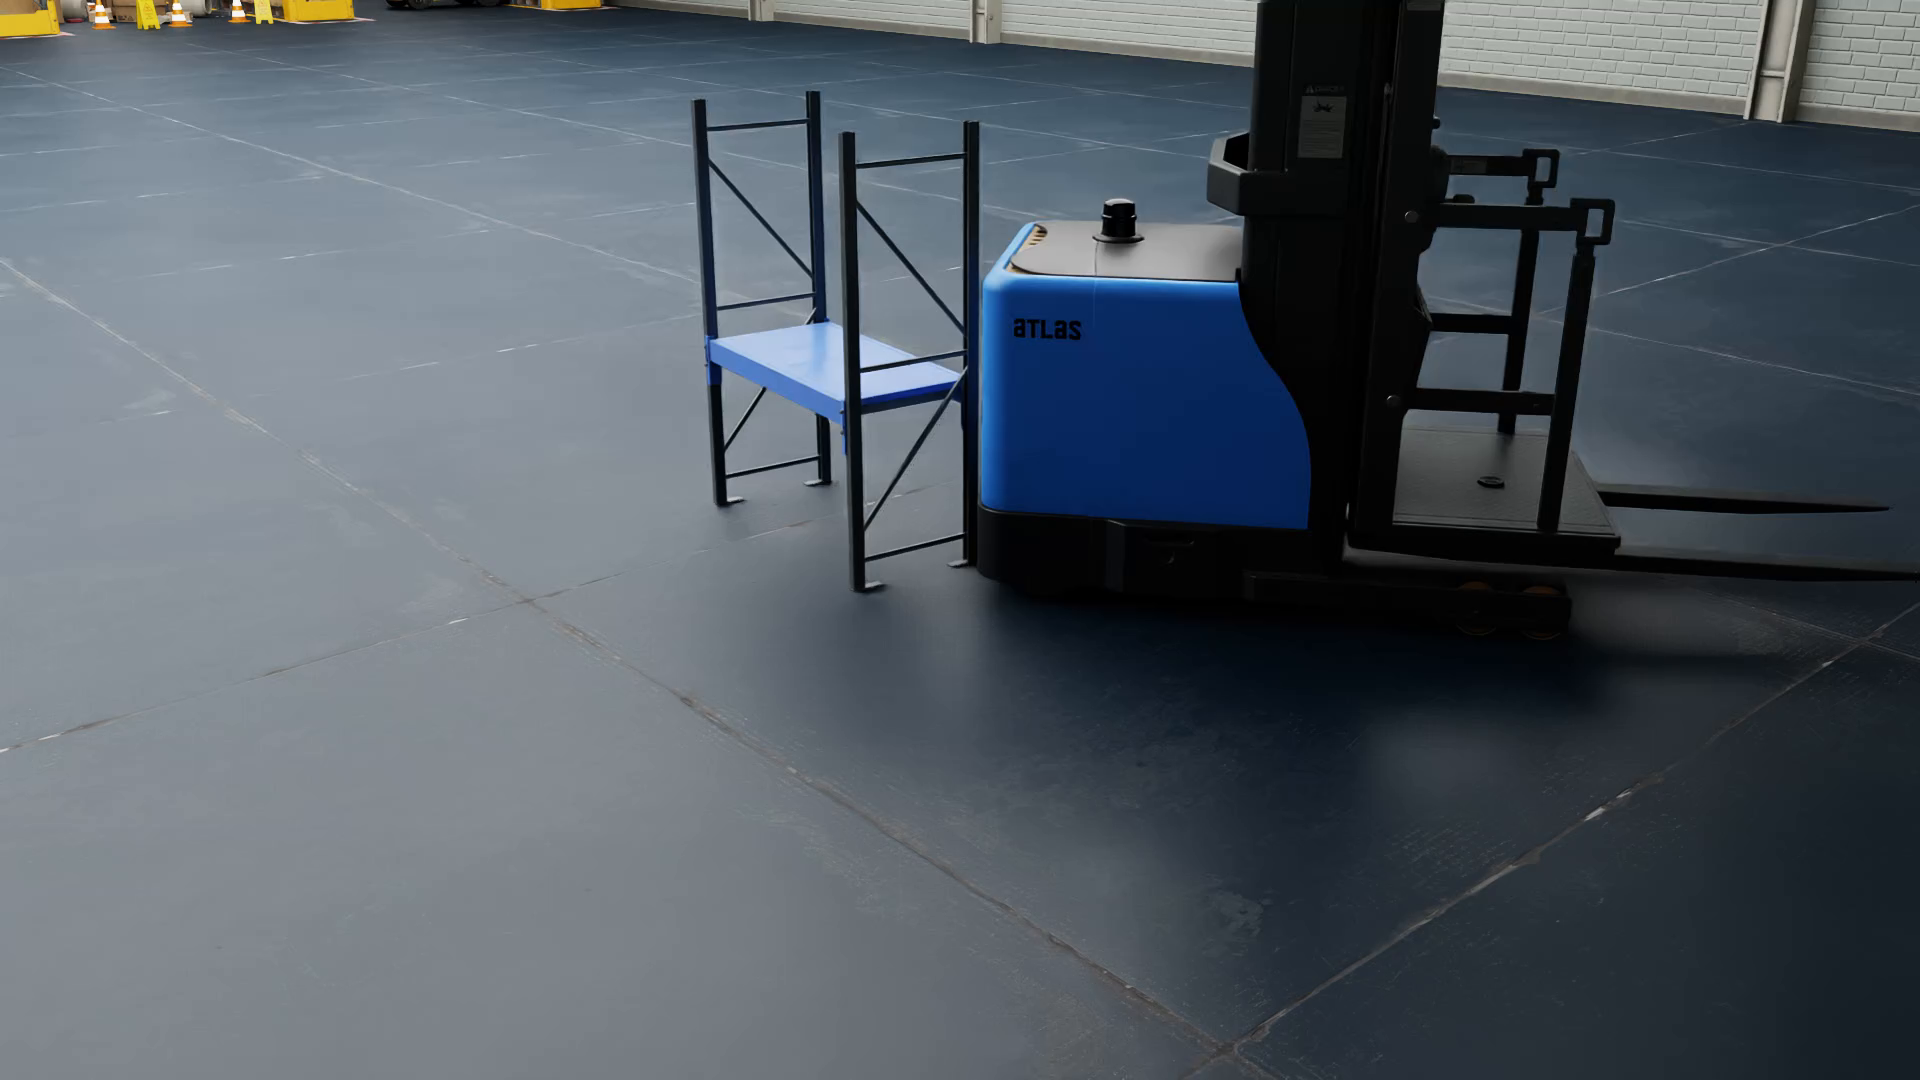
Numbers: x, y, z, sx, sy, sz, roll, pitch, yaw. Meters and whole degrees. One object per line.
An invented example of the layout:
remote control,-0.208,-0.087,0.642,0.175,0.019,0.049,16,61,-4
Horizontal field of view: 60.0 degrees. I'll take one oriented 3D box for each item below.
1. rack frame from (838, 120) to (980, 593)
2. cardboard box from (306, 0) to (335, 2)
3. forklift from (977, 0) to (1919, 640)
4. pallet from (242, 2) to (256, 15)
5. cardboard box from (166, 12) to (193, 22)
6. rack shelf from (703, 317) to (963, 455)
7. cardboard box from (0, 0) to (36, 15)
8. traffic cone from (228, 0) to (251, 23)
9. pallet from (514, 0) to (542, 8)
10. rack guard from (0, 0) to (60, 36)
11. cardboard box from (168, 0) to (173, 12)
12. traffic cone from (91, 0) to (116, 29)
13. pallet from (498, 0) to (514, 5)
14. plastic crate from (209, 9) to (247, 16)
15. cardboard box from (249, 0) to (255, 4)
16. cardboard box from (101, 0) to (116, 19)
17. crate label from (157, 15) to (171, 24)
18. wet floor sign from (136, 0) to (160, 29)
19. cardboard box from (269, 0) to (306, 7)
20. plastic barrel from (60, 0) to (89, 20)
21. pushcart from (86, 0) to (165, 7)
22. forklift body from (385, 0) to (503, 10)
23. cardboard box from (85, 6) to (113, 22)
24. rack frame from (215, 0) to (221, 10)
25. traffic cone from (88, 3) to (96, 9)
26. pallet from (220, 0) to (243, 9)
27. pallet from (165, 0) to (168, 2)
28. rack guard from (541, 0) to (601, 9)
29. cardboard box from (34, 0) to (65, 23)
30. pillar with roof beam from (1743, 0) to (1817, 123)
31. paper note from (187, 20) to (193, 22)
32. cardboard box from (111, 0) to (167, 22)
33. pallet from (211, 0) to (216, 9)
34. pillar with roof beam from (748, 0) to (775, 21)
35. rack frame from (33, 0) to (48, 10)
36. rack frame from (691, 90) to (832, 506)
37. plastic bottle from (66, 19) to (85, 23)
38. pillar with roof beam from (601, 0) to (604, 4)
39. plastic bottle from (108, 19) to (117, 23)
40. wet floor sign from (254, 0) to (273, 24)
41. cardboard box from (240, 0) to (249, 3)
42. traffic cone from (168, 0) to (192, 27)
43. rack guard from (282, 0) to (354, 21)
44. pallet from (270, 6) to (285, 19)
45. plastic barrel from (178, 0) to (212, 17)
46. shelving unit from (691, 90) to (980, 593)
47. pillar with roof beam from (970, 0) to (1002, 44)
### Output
rack frame,-0.153,-0.577,5.401,0.500,1.500,0.032,-14,25,-32
cardboard box,-11.745,-9.917,30.385,0.500,0.250,0.500,-18,28,-38
forklift,1.623,-1.262,5.186,3.031,2.935,1.130,4,22,9
pallet,-12.773,-10.005,31.240,1.003,0.211,1.213,-17,27,-37
cardboard box,-13.814,-9.267,29.439,0.380,0.149,0.250,-4,22,-10
rack shelf,-0.438,-0.563,5.858,0.538,0.185,1.000,-14,25,-32
cardboard box,-15.605,-8.884,26.892,0.875,0.875,0.875,-17,27,-37
traffic cone,-12.686,-9.343,29.205,0.336,0.463,0.334,-17,27,-37
pallet,-8.201,-10.799,33.265,1.003,0.211,1.213,-17,27,-37
rack guard,-15.097,-8.336,26.582,1.175,0.500,0.348,-17,27,-37
cardboard box,-14.371,-10.035,30.917,0.500,0.500,0.500,0,21,-1
traffic cone,-14.383,-8.810,27.843,0.336,0.463,0.334,-17,27,-37
pallet,-8.993,-11.135,34.125,1.003,0.211,1.213,-17,27,-37
plastic crate,-13.636,-9.830,30.971,0.583,0.080,0.402,12,24,27
cardboard box,-12.838,-10.076,30.790,0.500,0.250,0.500,-19,28,-39
cardboard box,-15.109,-9.753,30.008,0.797,0.637,0.503,-17,27,-37
crate label,-13.865,-9.036,28.866,0.298,0.136,0.250,7,23,18
wet floor sign,-13.593,-8.874,27.755,0.232,0.644,0.267,17,27,36
cardboard box,-12.175,-9.794,30.071,0.500,0.250,0.500,-18,27,-38
plastic barrel,-15.821,-9.464,29.566,0.512,0.421,0.421,0,21,-1
pushcart,-15.734,-10.040,31.102,0.936,0.377,1.648,12,24,27
forklift body,-10.290,-11.590,32.626,2.313,2.155,1.214,-17,27,-37
cardboard box,-15.206,-9.302,29.370,0.396,0.266,0.258,-12,25,-28
rack frame,-14.039,-11.818,32.044,1.000,3.000,0.127,-17,27,-37
traffic cone,-16.856,-10.488,32.128,0.336,0.463,0.334,-17,27,-37
pallet,-13.574,-10.343,32.101,1.003,0.211,1.213,-17,27,-37
pallet,-16.141,-11.409,34.822,1.003,0.211,1.213,-17,27,-37
rack guard,-7.655,-10.725,32.681,1.175,0.500,0.348,-17,27,-37
cardboard box,-15.932,-9.264,28.949,0.500,0.500,0.500,-12,25,-28
pillar with roof beam,4.963,-7.440,12.641,9.100,9.000,0.400,-17,27,-37
paper note,-13.553,-9.118,29.221,0.142,0.019,0.148,12,24,27
cardboard box,-14.493,-9.433,29.378,0.637,0.503,0.797,3,22,9
pallet,-14.549,-10.734,33.101,1.003,0.211,1.213,-17,27,-37
pillar with roof beam,-6.787,-12.413,25.338,9.100,9.000,0.400,-17,27,-37
rack frame,-15.112,-9.507,26.143,1.000,3.000,0.127,-17,27,-37
rack frame,-0.724,-0.884,6.184,0.500,1.500,0.032,-14,25,-32
plastic bottle,-15.470,-9.085,29.095,0.133,0.061,0.283,12,24,27
pillar with roof beam,-10.703,-14.071,29.571,9.100,9.000,0.400,-17,27,-37
plastic bottle,-14.899,-9.088,29.104,0.283,0.061,0.133,12,24,27
wet floor sign,-12.115,-9.309,28.868,0.267,0.644,0.232,-8,23,-19
cardboard box,-13.153,-10.215,31.147,0.500,0.250,0.500,-18,28,-38
traffic cone,-13.305,-8.985,28.290,0.336,0.463,0.334,-17,27,-37
rack guard,-11.478,-9.570,29.732,1.175,0.500,0.348,-17,27,-37
pallet,-11.981,-9.668,30.379,1.003,0.211,1.213,-17,27,-37
plastic barrel,-13.923,-9.724,30.229,0.512,0.421,0.421,0,21,-1
shelving unit,-0.438,-0.730,5.792,0.538,1.500,1.048,-14,25,-32
pillar with roof beam,-2.870,-10.756,21.106,9.100,9.000,0.400,-17,27,-37
